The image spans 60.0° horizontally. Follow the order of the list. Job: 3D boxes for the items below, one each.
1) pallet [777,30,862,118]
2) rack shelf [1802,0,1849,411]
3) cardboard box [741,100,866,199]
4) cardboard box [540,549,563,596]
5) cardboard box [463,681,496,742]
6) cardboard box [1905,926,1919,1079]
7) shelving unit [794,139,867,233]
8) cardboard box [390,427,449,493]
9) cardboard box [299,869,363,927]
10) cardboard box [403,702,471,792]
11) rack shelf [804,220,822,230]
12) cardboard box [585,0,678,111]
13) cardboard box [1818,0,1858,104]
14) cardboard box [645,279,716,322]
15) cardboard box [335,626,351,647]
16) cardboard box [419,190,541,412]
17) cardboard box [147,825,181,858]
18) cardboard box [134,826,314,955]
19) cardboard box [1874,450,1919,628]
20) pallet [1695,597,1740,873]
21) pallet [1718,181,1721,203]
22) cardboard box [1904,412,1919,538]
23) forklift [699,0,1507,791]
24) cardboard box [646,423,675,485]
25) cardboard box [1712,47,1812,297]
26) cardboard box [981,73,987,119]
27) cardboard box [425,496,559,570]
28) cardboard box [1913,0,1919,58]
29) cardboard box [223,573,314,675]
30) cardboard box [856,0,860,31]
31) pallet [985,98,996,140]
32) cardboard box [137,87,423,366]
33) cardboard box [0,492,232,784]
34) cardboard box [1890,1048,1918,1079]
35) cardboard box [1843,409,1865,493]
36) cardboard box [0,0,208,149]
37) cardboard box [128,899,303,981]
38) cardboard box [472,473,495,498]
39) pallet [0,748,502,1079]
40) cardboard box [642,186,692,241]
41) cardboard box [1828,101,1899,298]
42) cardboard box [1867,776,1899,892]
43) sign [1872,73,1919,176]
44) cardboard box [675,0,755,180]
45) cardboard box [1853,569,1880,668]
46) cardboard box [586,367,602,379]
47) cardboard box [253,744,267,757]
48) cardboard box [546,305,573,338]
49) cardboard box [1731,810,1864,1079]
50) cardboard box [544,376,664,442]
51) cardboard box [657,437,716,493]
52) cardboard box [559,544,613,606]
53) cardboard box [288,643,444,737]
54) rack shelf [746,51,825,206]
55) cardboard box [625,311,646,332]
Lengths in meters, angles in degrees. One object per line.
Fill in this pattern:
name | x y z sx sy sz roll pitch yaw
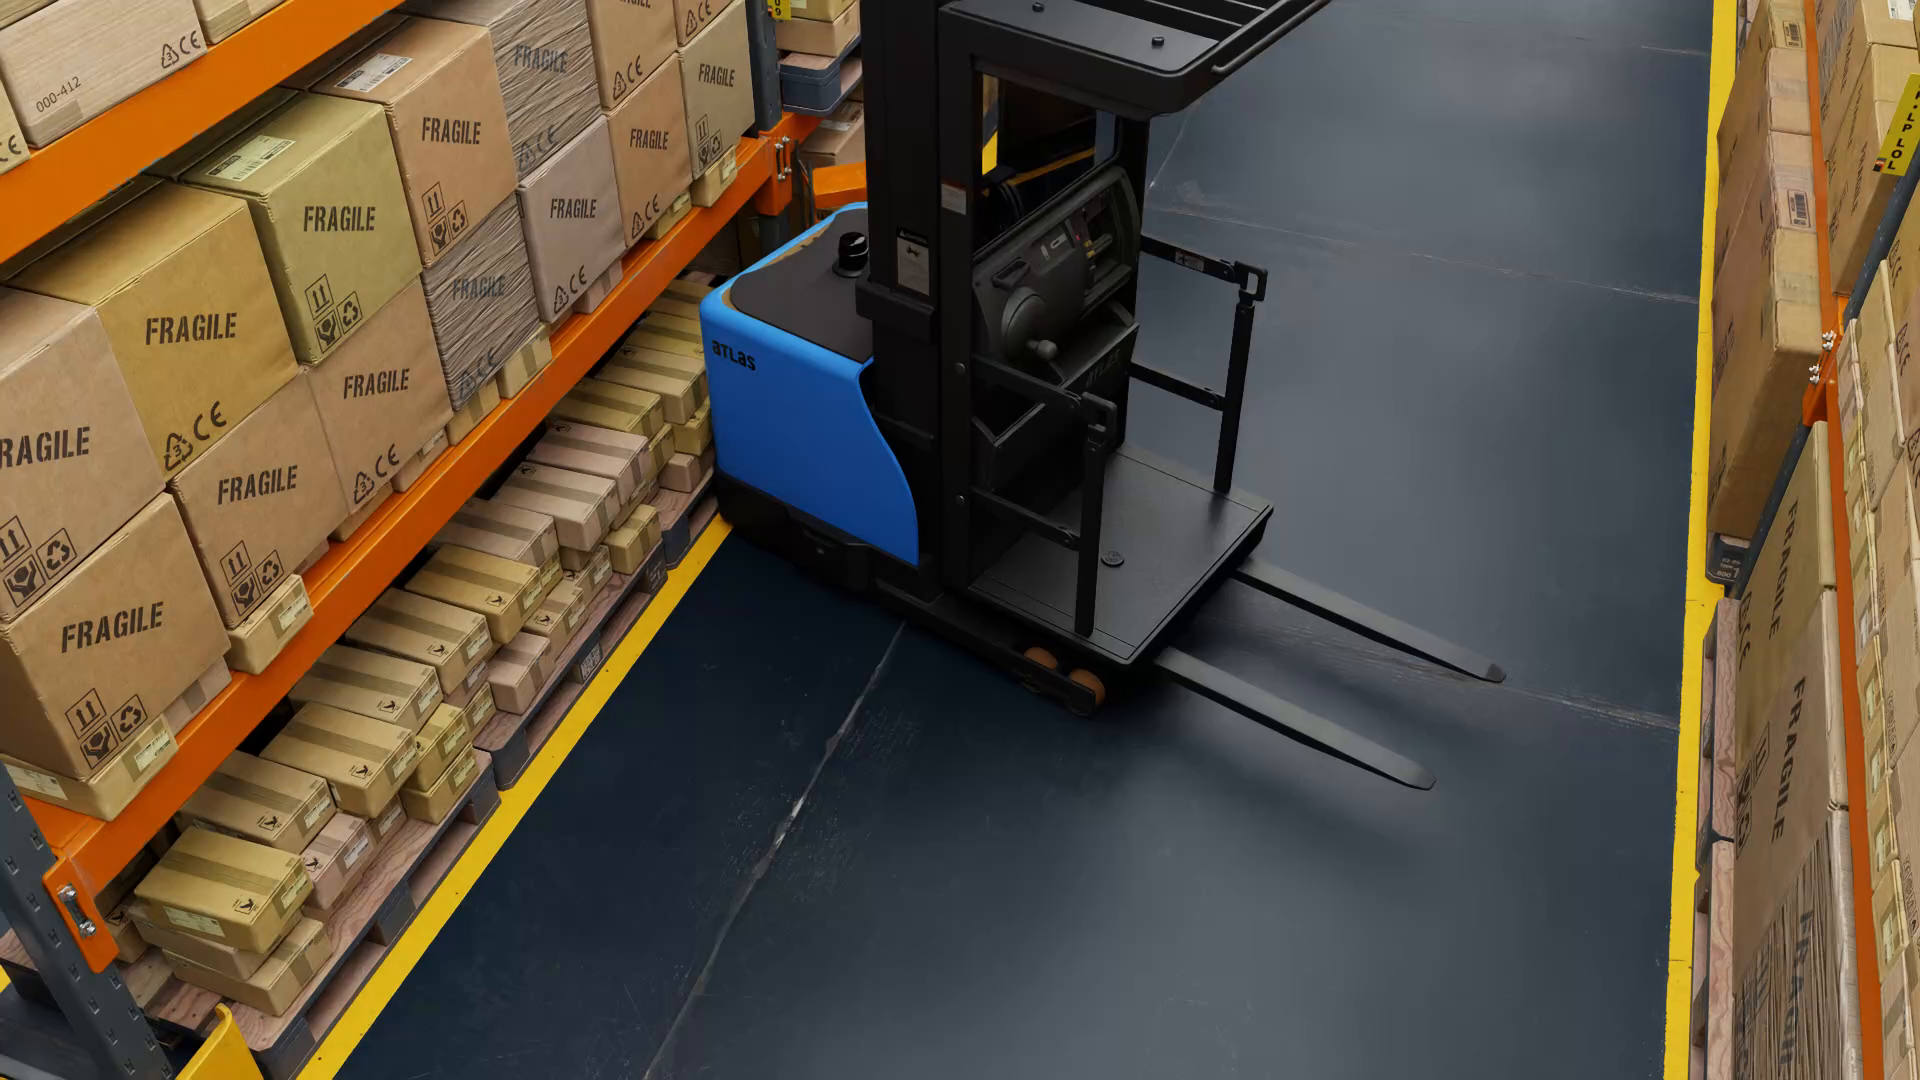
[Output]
pallet | -0.807 -2.269 7.246 1.003 0.211 1.213 13 42 15
rack shelf | 4.105 -1.692 6.976 1.077 0.370 4.000 13 42 15
cardboard box | -0.705 -1.794 7.566 0.500 0.250 0.500 12 42 13
cardboard box | -1.659 0.105 5.960 0.380 0.149 0.250 15 43 17
cardboard box | -1.814 0.569 5.645 0.380 0.149 0.250 13 42 15
cardboard box | 2.143 0.974 3.183 0.500 0.250 0.500 13 42 14
shelving unit | -0.397 -1.152 7.165 0.503 1.200 0.258 -12 39 -14
cardboard box | -1.777 -0.307 4.992 0.380 0.149 0.250 13 42 14
cardboard box | -2.081 1.030 5.104 0.380 0.149 0.250 13 42 15
cardboard box | -1.816 0.625 5.350 0.380 0.149 0.250 15 43 16
rack shelf | -0.399 -1.276 7.070 0.480 0.148 0.258 -12 39 -14
cardboard box | -1.284 -1.776 5.444 0.500 0.500 0.500 12 42 14
cardboard box | 3.848 -2.054 6.770 0.500 0.500 0.500 13 42 15
cardboard box | -1.083 -0.935 6.949 0.380 0.149 0.250 14 43 16
cardboard box | -2.320 0.322 5.705 0.380 0.149 0.250 14 42 16
cardboard box | -1.653 -0.772 5.038 0.500 0.500 0.500 12 42 14
cardboard box | -2.521 0.811 5.132 0.380 0.149 0.250 12 42 14
cardboard box | -2.075 0.986 4.698 0.380 0.149 0.250 11 42 13
cardboard box | 2.668 0.046 4.271 0.500 0.250 0.500 14 43 16
pallet | 3.087 0.762 5.694 1.003 0.211 1.213 13 42 15
pallet | 4.448 -1.660 8.533 1.003 0.211 1.213 13 42 15
cardboard box | 2.668 -0.234 4.022 0.500 0.500 0.500 12 42 14
forklift | 0.506 -0.877 5.520 3.031 2.935 1.130 25 46 26
cardboard box | -1.348 -0.367 6.513 0.380 0.149 0.250 14 42 15
cardboard box | 4.221 -1.578 7.602 1.225 0.875 0.875 13 42 15
cardboard box | -0.164 -2.455 8.919 0.500 0.500 0.500 11 42 13
cardboard box | -1.647 0.004 5.848 0.380 0.149 0.250 13 42 15
cardboard box | 3.877 -1.973 5.901 0.797 0.503 0.637 14 42 16
cardboard box | -1.964 0.186 4.415 0.380 0.149 0.250 12 42 14
cardboard box | -0.549 -2.281 6.982 0.380 0.149 0.250 14 42 16
pallet | -0.106 -2.810 9.882 1.003 0.211 1.213 13 42 15
cardboard box | -1.805 -0.836 4.342 0.500 0.500 0.500 12 42 14
cardboard box | -2.160 0.168 3.936 0.500 0.500 0.500 15 43 17
cardboard box | 2.040 1.187 3.241 0.380 0.149 0.250 13 42 15
cardboard box | 2.828 -0.222 4.893 0.380 0.149 0.250 15 43 16
cardboard box | -1.995 -1.090 3.521 0.500 0.250 0.500 15 43 16
cardboard box | -2.153 1.081 4.816 0.380 0.149 0.250 15 43 17
cardboard box | -1.955 -0.240 6.134 0.380 0.149 0.250 12 42 13
pallet | -2.236 1.059 5.347 1.003 0.211 1.213 13 42 15
cardboard box | -1.216 -1.255 6.104 0.380 0.149 0.250 15 43 17
cardboard box | 3.324 -1.129 5.686 0.500 0.500 0.500 13 42 15
cardboard box | 2.301 0.718 3.791 0.380 0.149 0.250 13 42 15
sign | 2.908 -1.270 5.097 0.100 0.325 0.005 13 42 15
cardboard box | -1.105 -1.701 6.127 0.500 0.500 0.500 13 42 15
cardboard box | 2.564 0.247 4.342 0.380 0.149 0.250 14 42 16
cardboard box | -1.682 -0.615 6.804 0.380 0.149 0.250 13 42 15
cardboard box | -2.425 0.768 5.412 0.380 0.149 0.250 13 42 15
cardboard box | -1.530 -0.788 5.556 0.380 0.149 0.250 13 42 14
cardboard box | 2.508 1.380 4.135 0.875 0.875 0.875 13 42 15
cardboard box | -1.373 -0.476 6.411 0.380 0.149 0.250 15 43 16
cardboard box | -1.217 -0.353 6.725 0.380 0.149 0.250 12 42 14
cardboard box | -1.526 0.107 6.186 0.380 0.149 0.250 14 42 16
cardboard box | -1.880 0.496 5.272 0.380 0.149 0.250 11 42 13
rack shelf | -0.522 -2.854 8.338 1.077 0.370 4.000 13 42 15
cardboard box | -1.518 -1.045 7.079 0.380 0.149 0.250 15 43 17
